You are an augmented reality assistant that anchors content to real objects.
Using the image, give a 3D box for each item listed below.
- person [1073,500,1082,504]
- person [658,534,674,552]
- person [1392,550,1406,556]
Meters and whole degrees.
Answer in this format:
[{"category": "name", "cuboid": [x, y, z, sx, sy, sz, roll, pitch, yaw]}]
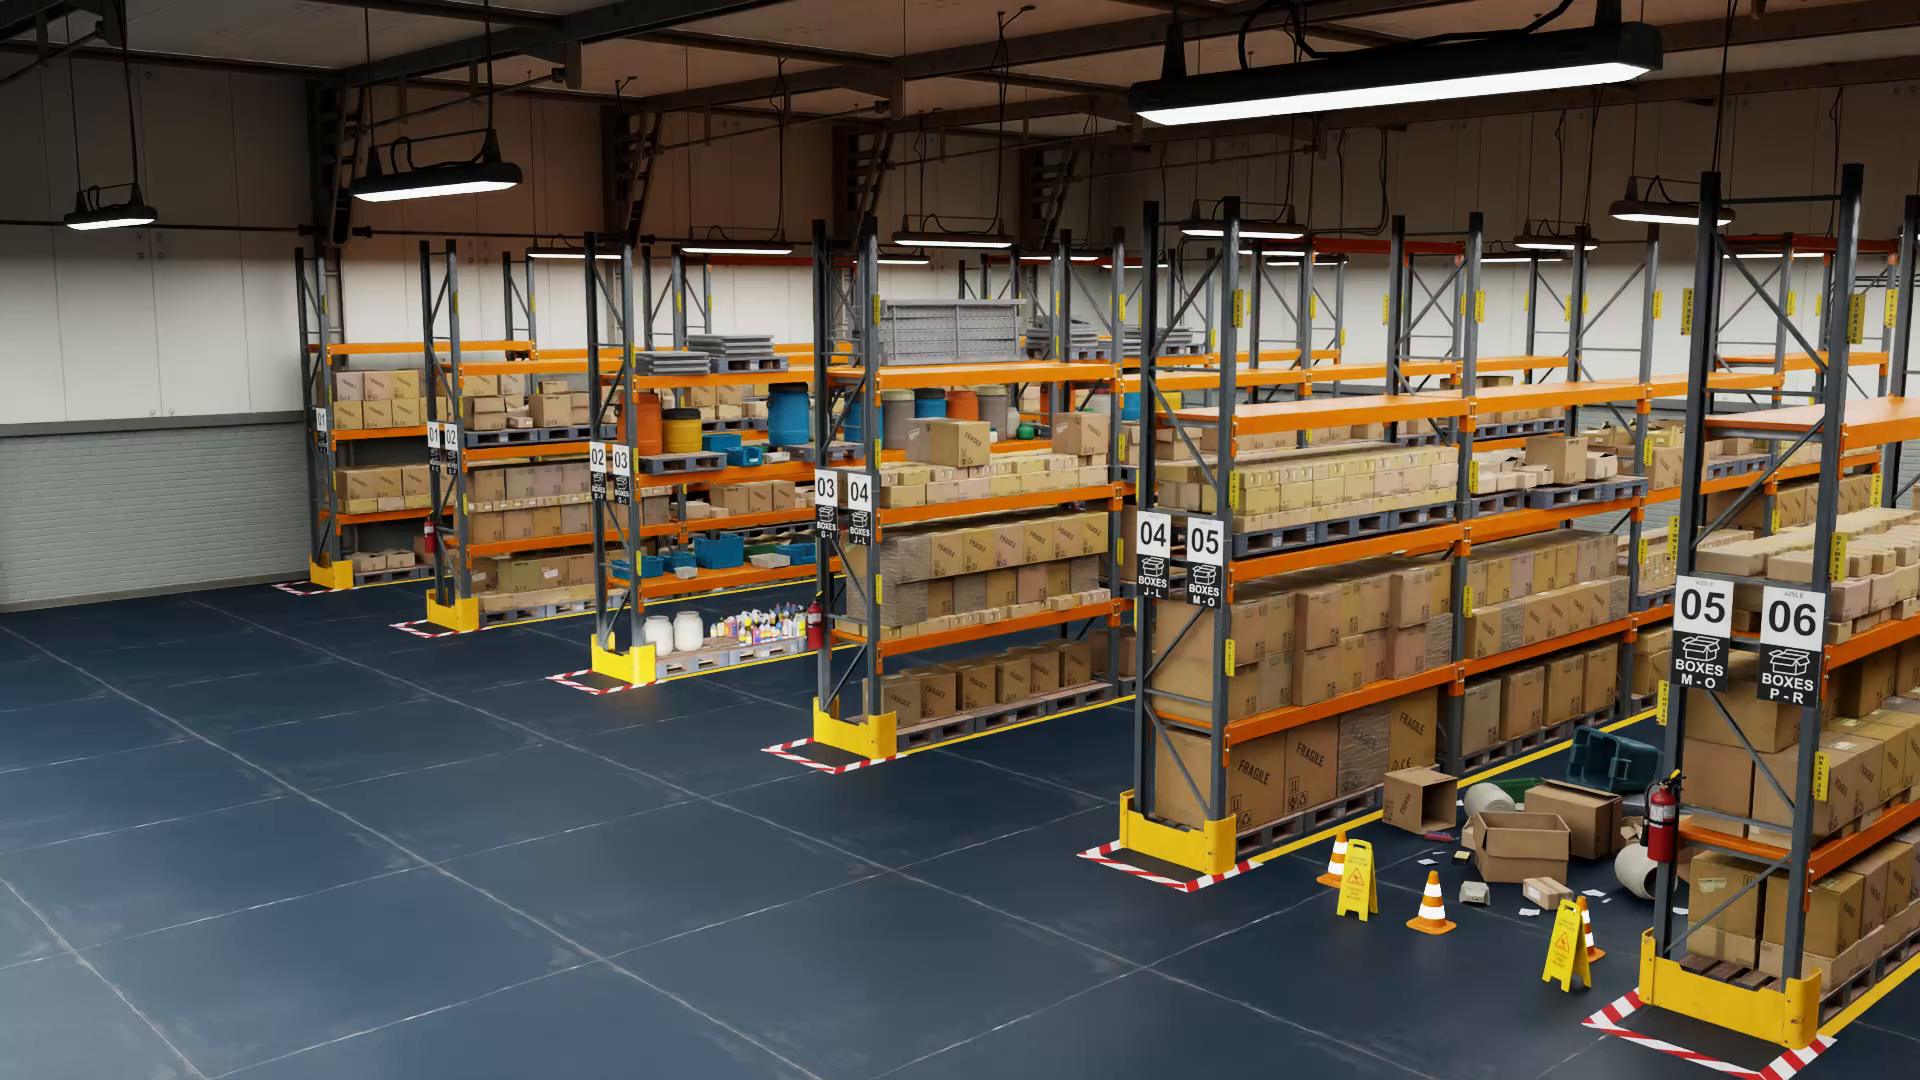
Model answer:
[{"category": "person", "cuboid": [2.821, -1.662, 40.712, 0.551, 1.707, 1.099, 8, 12, 43]}, {"category": "person", "cuboid": [-5.621, -0.204, 30.822, 0.499, 1.715, 0.598, -6, 10, -34]}, {"category": "person", "cuboid": [6.017, 0.920, 23.070, 0.551, 1.782, 0.584, -6, 10, -35]}]
